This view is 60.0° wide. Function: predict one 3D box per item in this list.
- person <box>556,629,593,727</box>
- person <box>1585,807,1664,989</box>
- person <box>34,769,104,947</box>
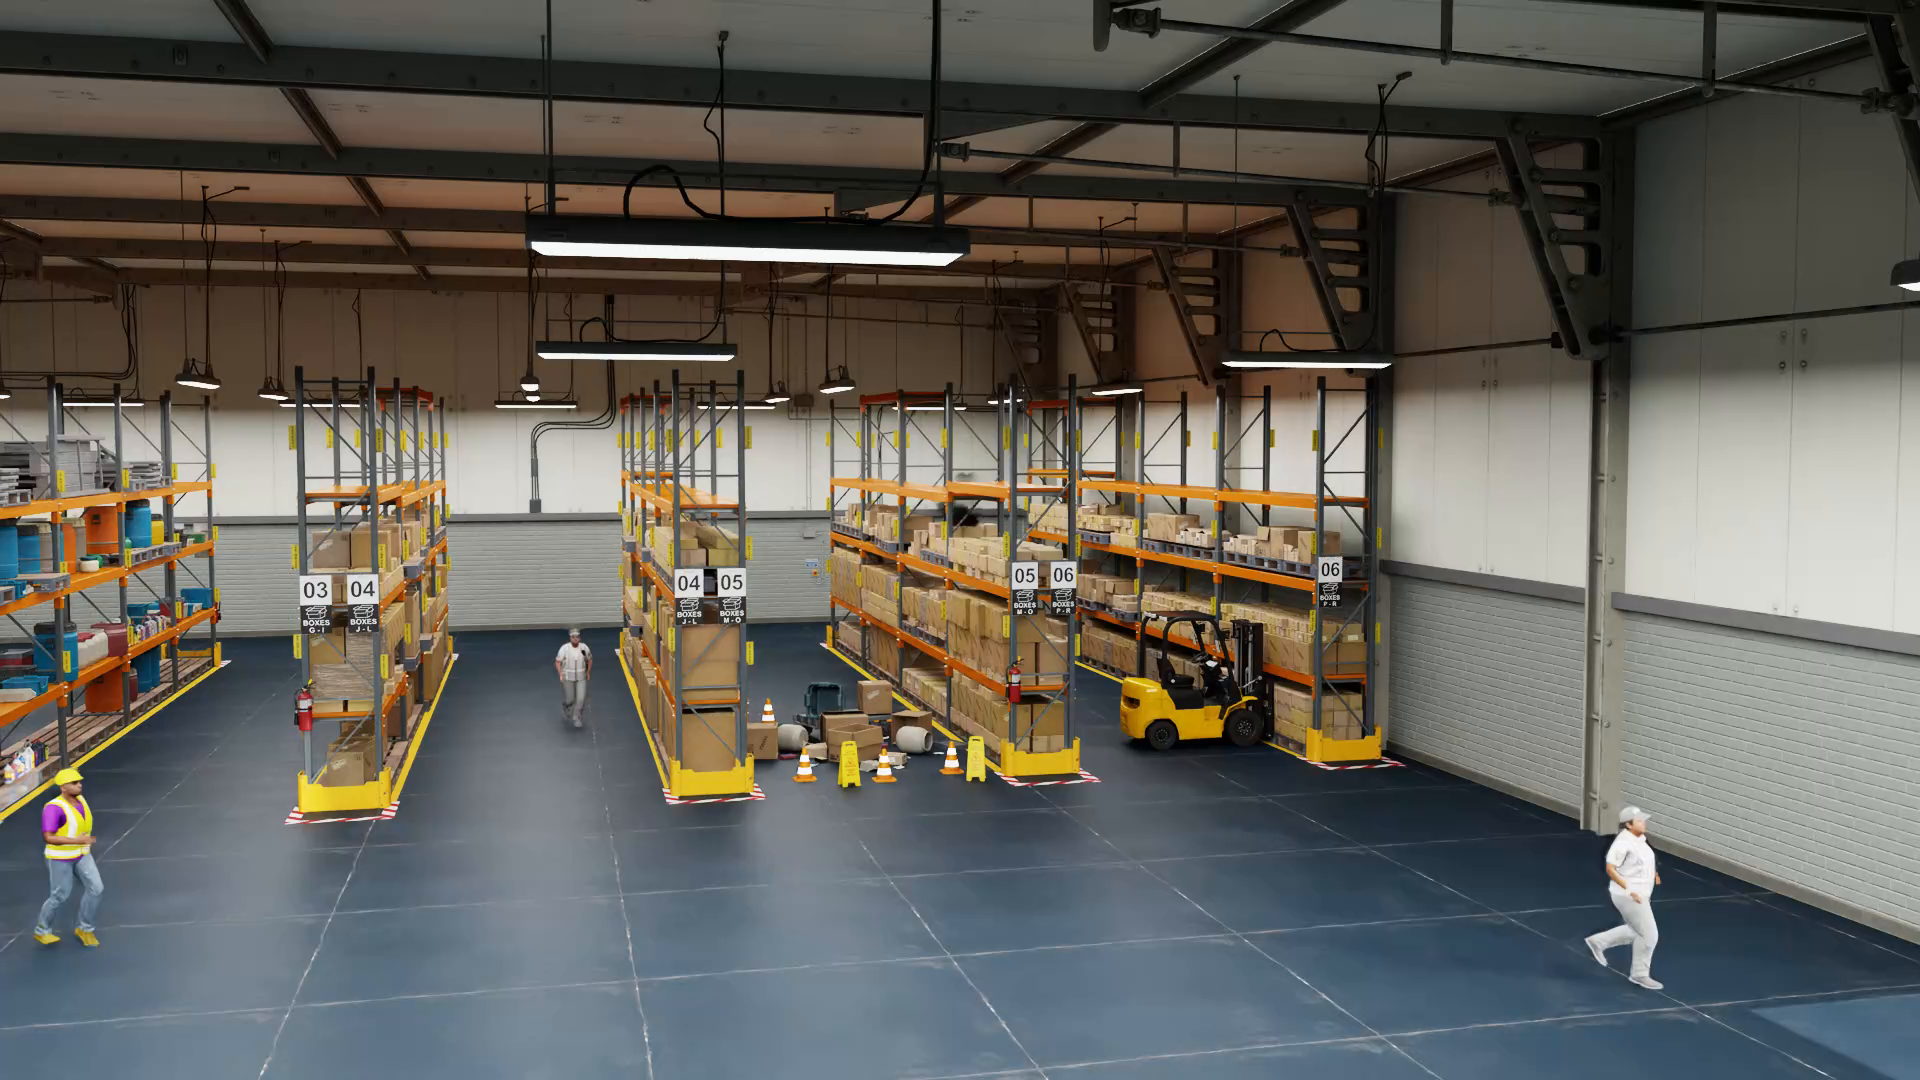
[{"bbox_3d":[-6.781,2.400,29.244,0.650,1.733,0.652,-1,4,-22],"label":"person"},{"bbox_3d":[6.155,3.276,15.379,0.705,1.660,0.602,2,4,32],"label":"person"},{"bbox_3d":[-8.764,3.162,16.399,0.744,1.840,0.720,1,3,11],"label":"person"}]
